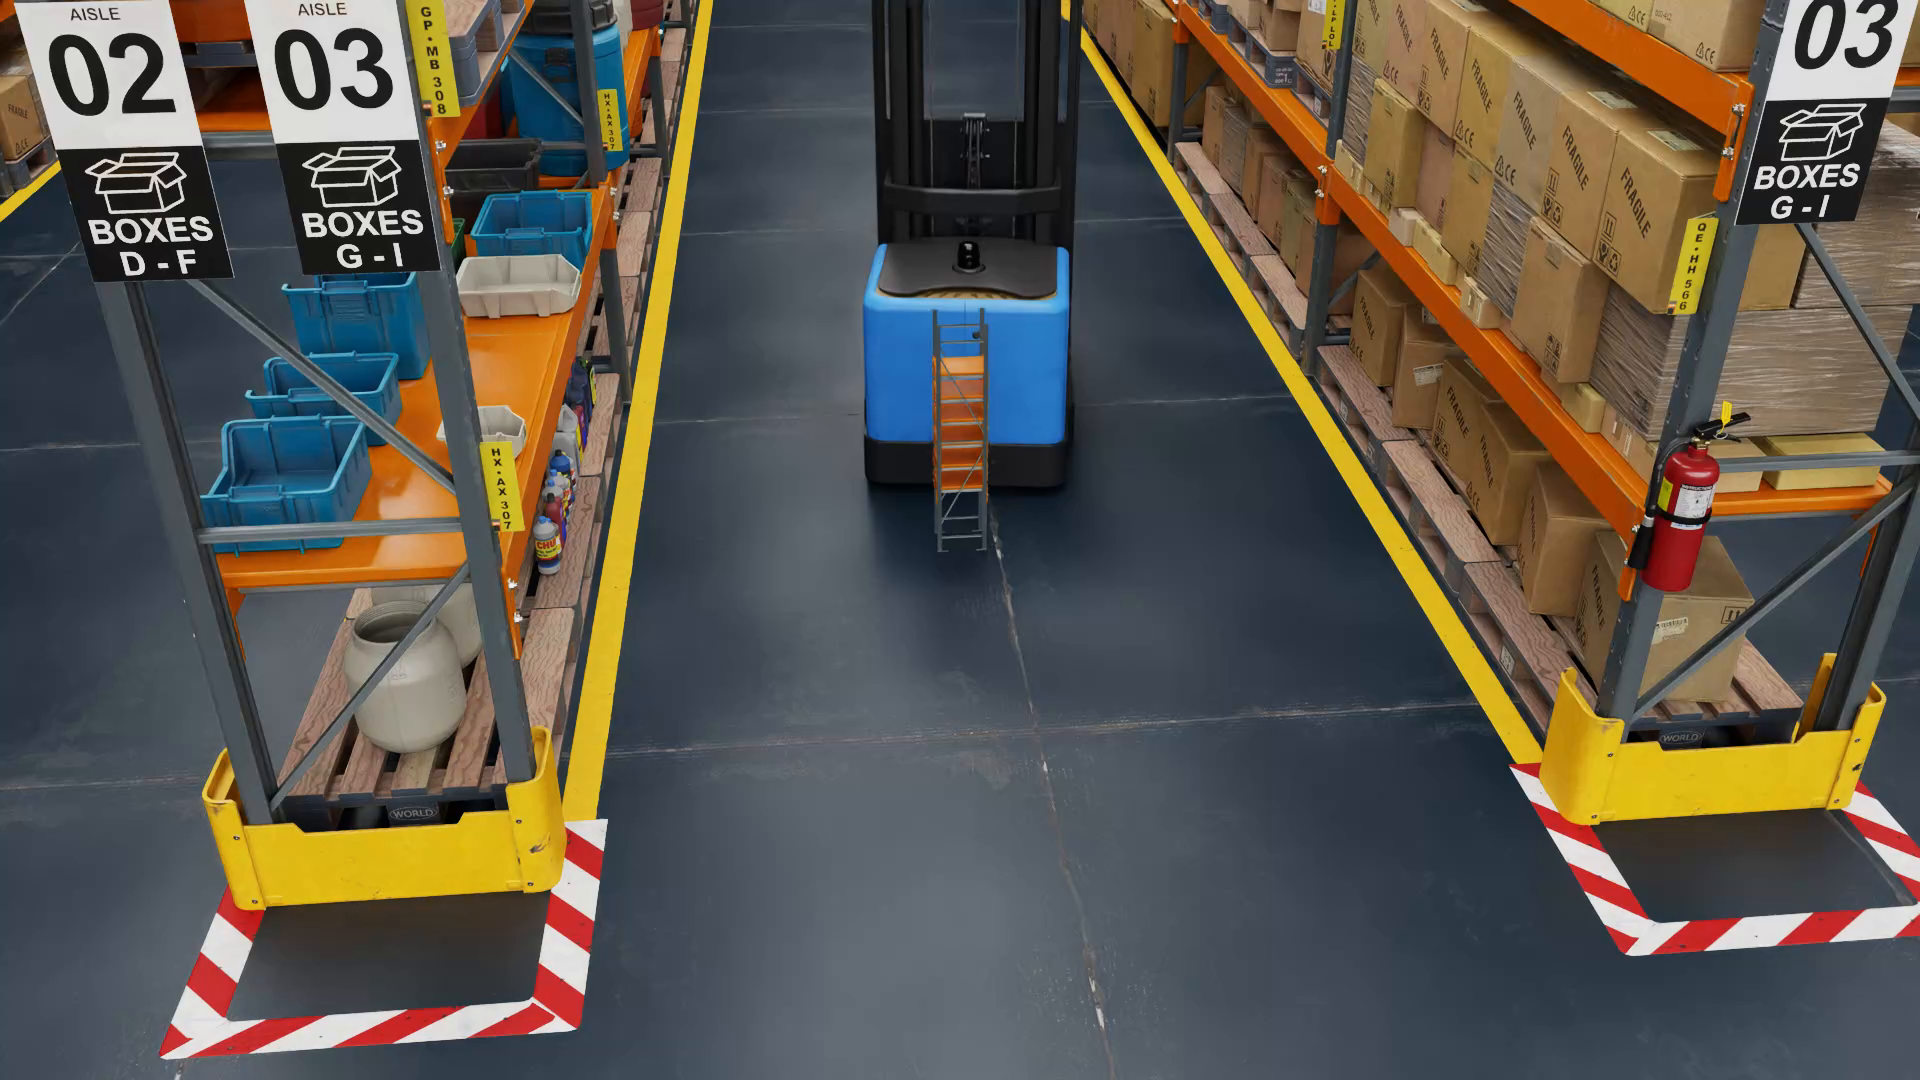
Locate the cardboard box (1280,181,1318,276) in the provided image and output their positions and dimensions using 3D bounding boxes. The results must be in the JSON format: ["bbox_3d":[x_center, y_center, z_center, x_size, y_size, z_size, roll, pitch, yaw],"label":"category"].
[{"bbox_3d":[2.479,-1.980,10.648,0.700,0.500,0.500,-3,31,-5],"label":"cardboard box"}]

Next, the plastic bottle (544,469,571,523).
[{"bbox_3d":[-1.917,-0.210,7.908,0.097,0.271,0.097,0,31,0],"label":"plastic bottle"}]

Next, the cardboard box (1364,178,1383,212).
[{"bbox_3d":[2.323,-1.819,8.615,0.380,0.149,0.250,-3,31,-5],"label":"cardboard box"}]

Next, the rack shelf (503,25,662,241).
[{"bbox_3d":[-2.577,-2.780,10.681,1.077,0.370,4.000,-3,31,-5],"label":"rack shelf"}]

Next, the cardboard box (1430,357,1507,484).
[{"bbox_3d":[2.736,-0.601,8.359,0.500,0.500,0.500,-5,31,-9],"label":"cardboard box"}]

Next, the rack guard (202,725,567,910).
[{"bbox_3d":[-2.071,1.011,6.070,1.175,0.500,0.348,-3,31,-5],"label":"rack guard"}]

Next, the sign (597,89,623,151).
[{"bbox_3d":[-1.842,-2.208,8.751,0.100,0.325,0.005,-3,31,-5],"label":"sign"}]

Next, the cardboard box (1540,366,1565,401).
[{"bbox_3d":[2.577,-0.672,6.695,0.380,0.149,0.250,-3,31,-5],"label":"cardboard box"}]

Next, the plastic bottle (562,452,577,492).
[{"bbox_3d":[-1.946,-0.336,8.187,0.097,0.201,0.097,0,31,0],"label":"plastic bottle"}]

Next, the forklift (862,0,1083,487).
[{"bbox_3d":[0.101,-2.256,9.169,1.130,2.935,3.031,2,31,3],"label":"forklift"}]

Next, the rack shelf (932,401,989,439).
[{"bbox_3d":[0.001,-0.573,7.891,0.258,0.103,0.180,-3,31,-5],"label":"rack shelf"}]

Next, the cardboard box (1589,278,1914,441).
[{"bbox_3d":[2.890,-0.716,6.136,0.875,0.500,0.500,-3,31,-5],"label":"cardboard box"}]

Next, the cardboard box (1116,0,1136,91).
[{"bbox_3d":[2.048,-4.425,14.395,1.225,0.875,0.875,-3,31,-4],"label":"cardboard box"}]

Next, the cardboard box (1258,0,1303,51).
[{"bbox_3d":[2.287,-3.411,10.525,0.797,0.503,0.637,0,31,0],"label":"cardboard box"}]

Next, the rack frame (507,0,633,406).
[{"bbox_3d":[-2.390,-2.068,8.787,1.000,3.000,0.127,-3,31,-5],"label":"rack frame"}]

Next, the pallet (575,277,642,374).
[{"bbox_3d":[-2.502,-1.270,10.170,1.003,0.211,1.213,-3,31,-5],"label":"pallet"}]

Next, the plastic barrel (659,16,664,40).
[{"bbox_3d":[-3.104,-5.153,15.589,0.600,0.901,0.708,-3,31,-5],"label":"plastic barrel"}]

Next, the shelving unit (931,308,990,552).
[{"bbox_3d":[0.001,-0.508,7.930,0.258,1.200,0.189,-3,31,-5],"label":"shelving unit"}]

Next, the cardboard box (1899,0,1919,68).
[{"bbox_3d":[3.127,-1.745,5.467,0.500,0.250,0.500,-2,31,-3],"label":"cardboard box"}]

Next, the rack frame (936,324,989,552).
[{"bbox_3d":[0.010,-0.461,7.852,0.240,1.200,0.006,-3,31,-5],"label":"rack frame"}]

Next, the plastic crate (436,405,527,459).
[{"bbox_3d":[-1.780,-0.385,6.227,0.298,0.136,0.250,-3,31,-5],"label":"plastic crate"}]

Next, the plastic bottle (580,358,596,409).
[{"bbox_3d":[-2.017,-0.861,8.986,0.061,0.283,0.133,-1,31,-2],"label":"plastic bottle"}]

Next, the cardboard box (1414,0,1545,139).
[{"bbox_3d":[2.424,-2.153,7.567,0.500,0.500,0.500,-3,31,-5],"label":"cardboard box"}]

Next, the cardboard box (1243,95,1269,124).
[{"bbox_3d":[2.319,-3.174,11.917,0.500,0.250,0.500,1,31,1],"label":"cardboard box"}]

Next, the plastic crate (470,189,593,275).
[{"bbox_3d":[-2.017,-1.452,7.901,0.499,0.251,0.616,-3,31,-5],"label":"plastic crate"}]

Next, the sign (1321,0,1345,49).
[{"bbox_3d":[1.989,-2.774,8.840,0.100,0.325,0.005,-3,31,-5],"label":"sign"}]

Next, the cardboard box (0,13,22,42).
[{"bbox_3d":[-8.127,-4.330,13.851,0.500,0.250,0.500,-3,31,-6],"label":"cardboard box"}]

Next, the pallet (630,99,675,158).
[{"bbox_3d":[-2.879,-3.314,13.592,1.003,0.211,1.213,-3,31,-5],"label":"pallet"}]

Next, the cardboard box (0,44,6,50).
[{"bbox_3d":[-8.065,-3.721,13.563,0.500,0.500,0.500,-4,31,-6],"label":"cardboard box"}]

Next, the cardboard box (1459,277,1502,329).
[{"bbox_3d":[2.438,-1.052,7.331,0.380,0.149,0.250,-3,31,-5],"label":"cardboard box"}]

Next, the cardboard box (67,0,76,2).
[{"bbox_3d":[-8.267,-4.774,15.326,0.500,0.500,0.500,-4,31,-7],"label":"cardboard box"}]

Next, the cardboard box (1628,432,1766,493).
[{"bbox_3d":[2.682,-0.291,6.057,0.380,0.149,0.250,-3,31,-5],"label":"cardboard box"}]

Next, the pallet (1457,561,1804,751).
[{"bbox_3d":[2.867,0.479,7.243,1.003,0.211,1.213,-3,31,-5],"label":"pallet"}]

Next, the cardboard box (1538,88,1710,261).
[{"bbox_3d":[2.565,-1.387,6.284,0.500,0.500,0.500,-3,31,-5],"label":"cardboard box"}]

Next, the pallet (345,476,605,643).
[{"bbox_3d":[-2.252,0.098,7.880,1.003,0.211,1.213,-3,31,-5],"label":"pallet"}]

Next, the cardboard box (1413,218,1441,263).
[{"bbox_3d":[2.403,-1.436,7.975,0.380,0.149,0.250,-3,31,-5],"label":"cardboard box"}]

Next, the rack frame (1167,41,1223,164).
[{"bbox_3d":[2.167,-4.348,12.604,1.000,3.000,0.127,-3,31,-5],"label":"rack frame"}]

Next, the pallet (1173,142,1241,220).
[{"bbox_3d":[2.239,-2.751,12.651,1.003,0.211,1.213,-3,31,-5],"label":"pallet"}]

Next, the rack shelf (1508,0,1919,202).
[{"bbox_3d":[2.728,-2.263,6.890,1.077,0.370,4.000,-3,31,-5],"label":"rack shelf"}]

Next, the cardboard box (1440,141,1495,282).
[{"bbox_3d":[2.686,-1.479,7.413,0.875,0.500,0.500,-3,31,-5],"label":"cardboard box"}]

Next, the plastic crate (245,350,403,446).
[{"bbox_3d":[-2.416,-0.535,6.366,0.499,0.251,0.408,-3,31,-5],"label":"plastic crate"}]

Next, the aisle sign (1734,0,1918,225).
[{"bbox_3d":[2.622,-1.333,5.022,0.394,0.787,0.004,-3,31,-5],"label":"aisle sign"}]

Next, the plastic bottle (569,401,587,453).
[{"bbox_3d":[-1.969,-0.597,8.544,0.061,0.283,0.133,-1,31,-1],"label":"plastic bottle"}]

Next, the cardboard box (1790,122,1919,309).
[{"bbox_3d":[3.134,-1.157,5.899,0.500,0.500,0.500,-3,31,-5],"label":"cardboard box"}]

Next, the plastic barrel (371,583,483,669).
[{"bbox_3d":[-2.201,0.274,6.883,0.421,0.512,0.421,0,31,0],"label":"plastic barrel"}]

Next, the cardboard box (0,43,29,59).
[{"bbox_3d":[-7.551,-3.760,13.629,0.500,0.500,0.500,-3,31,-5],"label":"cardboard box"}]

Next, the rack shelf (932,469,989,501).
[{"bbox_3d":[0.001,-0.264,8.076,0.258,0.103,0.180,-3,31,-5],"label":"rack shelf"}]

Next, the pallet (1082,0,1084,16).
[{"bbox_3d":[1.800,-5.585,17.394,1.003,0.211,1.213,-3,31,-5],"label":"pallet"}]

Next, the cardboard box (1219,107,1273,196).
[{"bbox_3d":[2.314,-2.840,12.088,0.700,0.500,0.500,-5,31,-9],"label":"cardboard box"}]

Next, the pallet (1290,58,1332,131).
[{"bbox_3d":[2.614,-2.620,9.899,1.003,0.211,1.213,-3,31,-5],"label":"pallet"}]

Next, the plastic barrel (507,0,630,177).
[{"bbox_3d":[-2.125,-2.495,9.013,0.600,0.901,0.708,-3,31,-5],"label":"plastic barrel"}]

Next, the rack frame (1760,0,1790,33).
[{"bbox_3d":[2.915,-2.839,4.227,1.000,3.000,0.127,-3,31,-5],"label":"rack frame"}]

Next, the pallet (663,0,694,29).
[{"bbox_3d":[-3.245,-5.329,16.966,1.003,0.211,1.213,-3,31,-5],"label":"pallet"}]

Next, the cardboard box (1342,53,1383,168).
[{"bbox_3d":[2.521,-2.243,8.693,0.875,0.500,0.500,-3,31,-5],"label":"cardboard box"}]

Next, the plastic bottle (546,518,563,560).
[{"bbox_3d":[-1.886,-0.007,7.636,0.097,0.201,0.097,0,31,0],"label":"plastic bottle"}]

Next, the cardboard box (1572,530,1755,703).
[{"bbox_3d":[2.873,0.310,6.834,0.500,0.500,0.500,3,31,5],"label":"cardboard box"}]

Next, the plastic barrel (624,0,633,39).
[{"bbox_3d":[-2.455,-3.643,11.315,0.421,0.512,0.421,0,31,0],"label":"plastic barrel"}]

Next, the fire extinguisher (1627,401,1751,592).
[{"bbox_3d":[2.466,-0.149,5.651,0.296,0.674,0.183,-3,31,-5],"label":"fire extinguisher"}]

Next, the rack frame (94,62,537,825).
[{"bbox_3d":[-2.017,-0.026,5.368,1.000,3.000,0.127,-3,31,-5],"label":"rack frame"}]
